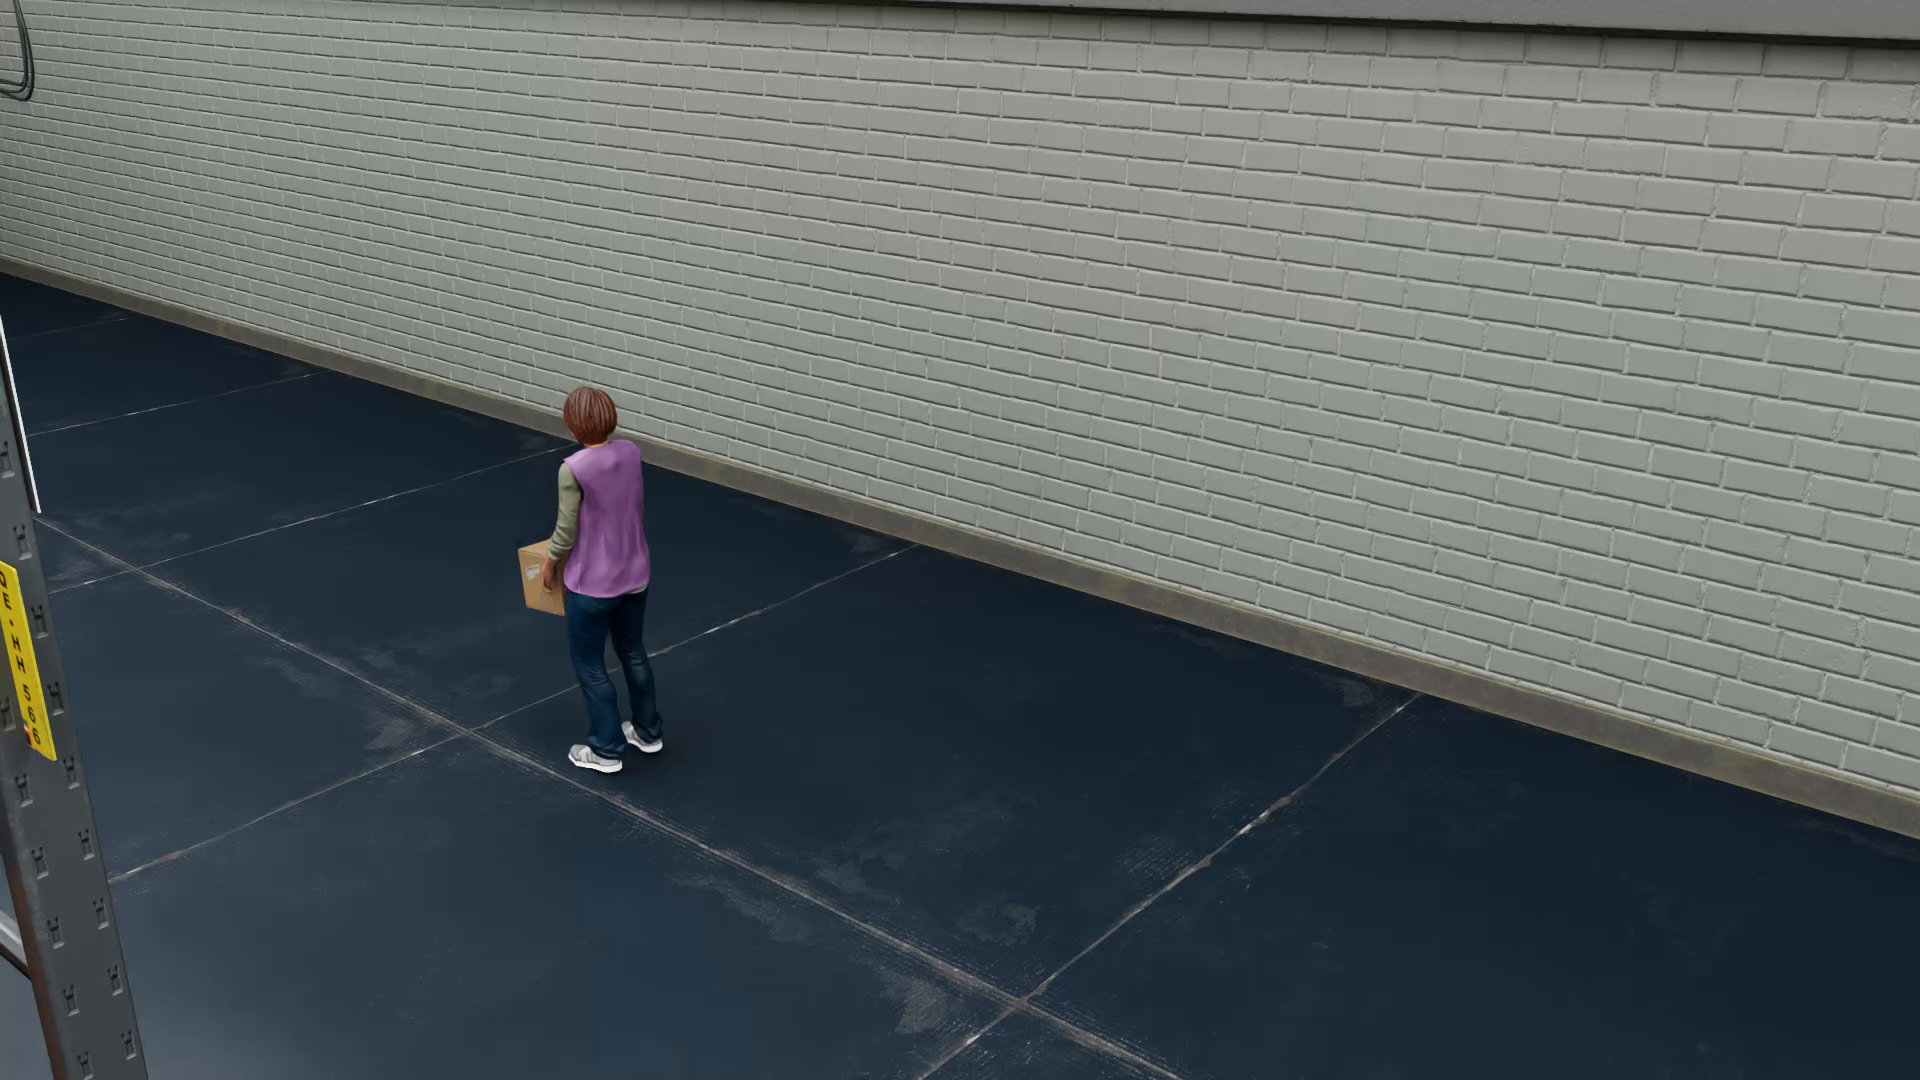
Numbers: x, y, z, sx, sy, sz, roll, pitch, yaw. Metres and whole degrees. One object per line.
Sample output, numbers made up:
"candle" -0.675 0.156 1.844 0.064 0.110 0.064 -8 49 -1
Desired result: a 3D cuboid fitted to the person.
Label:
"person" -1.445 0.155 6.664 0.397 1.603 0.444 15 26 36
